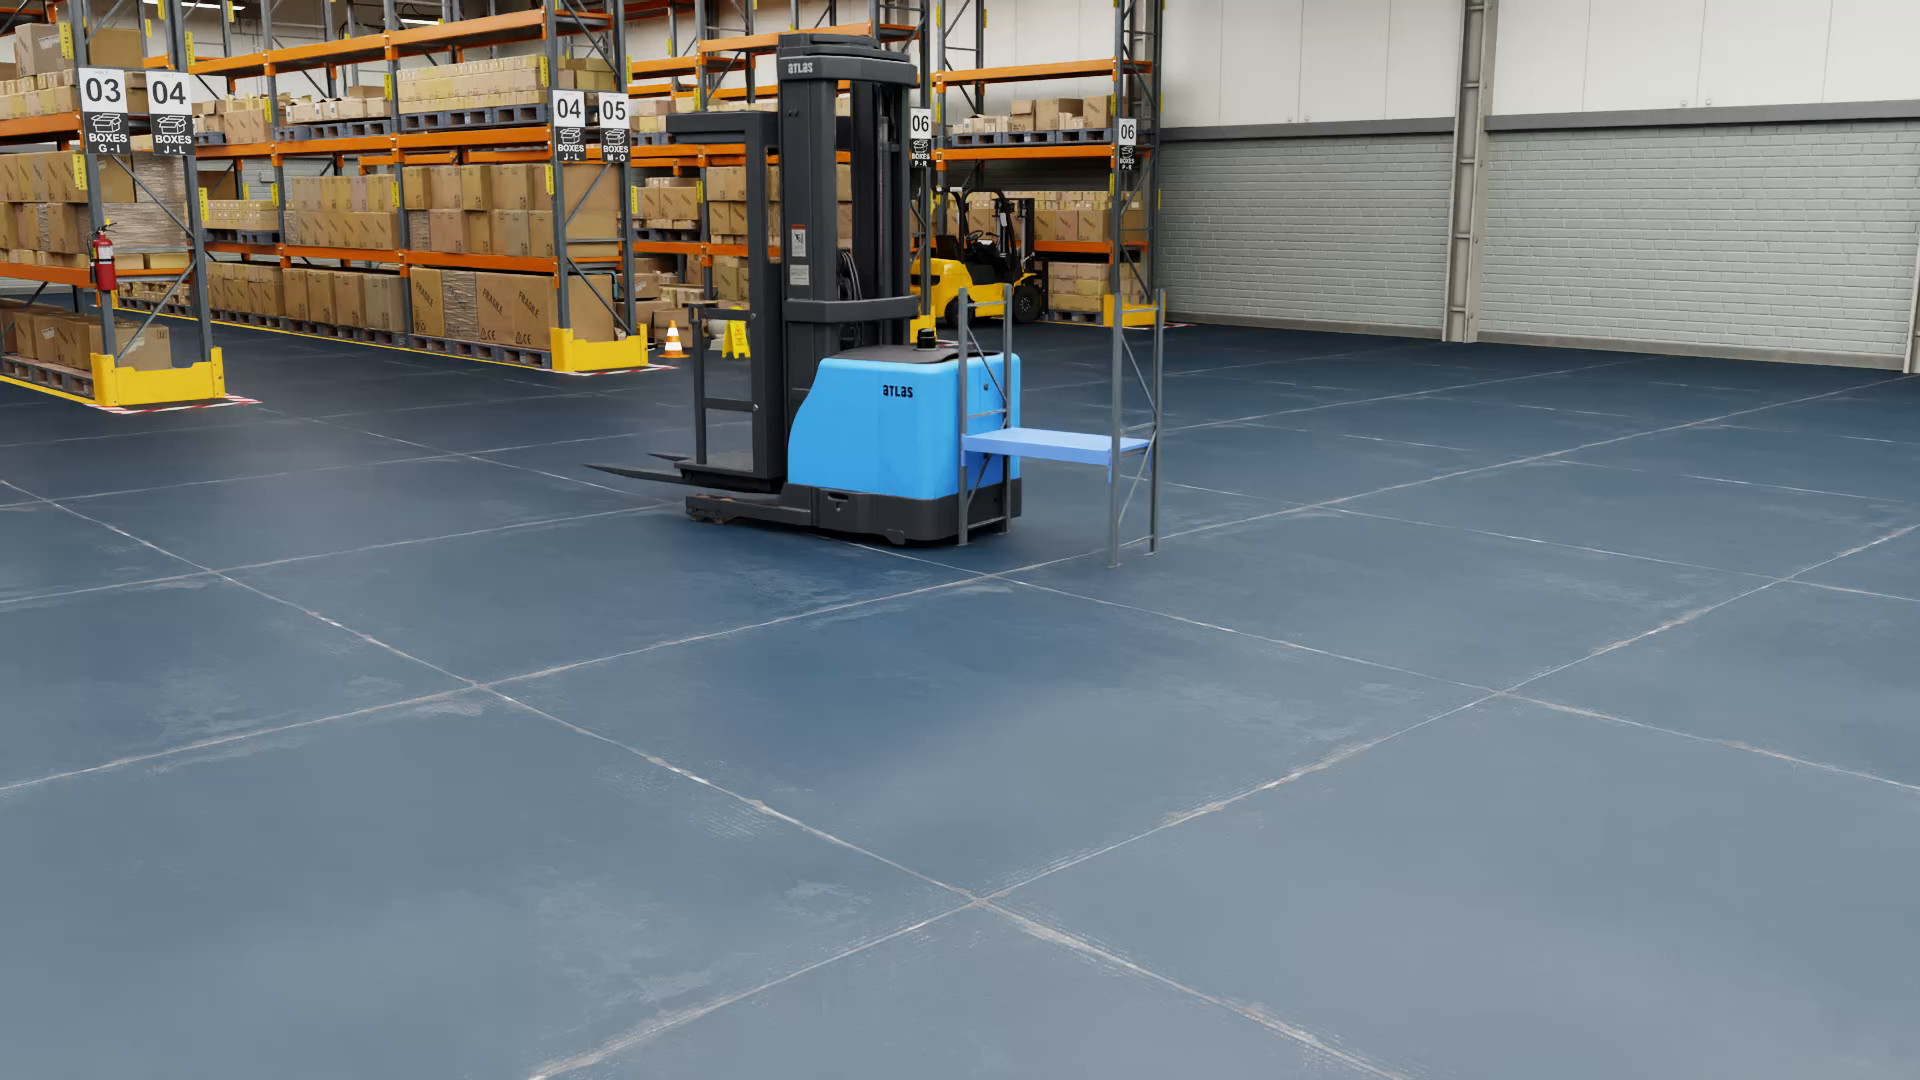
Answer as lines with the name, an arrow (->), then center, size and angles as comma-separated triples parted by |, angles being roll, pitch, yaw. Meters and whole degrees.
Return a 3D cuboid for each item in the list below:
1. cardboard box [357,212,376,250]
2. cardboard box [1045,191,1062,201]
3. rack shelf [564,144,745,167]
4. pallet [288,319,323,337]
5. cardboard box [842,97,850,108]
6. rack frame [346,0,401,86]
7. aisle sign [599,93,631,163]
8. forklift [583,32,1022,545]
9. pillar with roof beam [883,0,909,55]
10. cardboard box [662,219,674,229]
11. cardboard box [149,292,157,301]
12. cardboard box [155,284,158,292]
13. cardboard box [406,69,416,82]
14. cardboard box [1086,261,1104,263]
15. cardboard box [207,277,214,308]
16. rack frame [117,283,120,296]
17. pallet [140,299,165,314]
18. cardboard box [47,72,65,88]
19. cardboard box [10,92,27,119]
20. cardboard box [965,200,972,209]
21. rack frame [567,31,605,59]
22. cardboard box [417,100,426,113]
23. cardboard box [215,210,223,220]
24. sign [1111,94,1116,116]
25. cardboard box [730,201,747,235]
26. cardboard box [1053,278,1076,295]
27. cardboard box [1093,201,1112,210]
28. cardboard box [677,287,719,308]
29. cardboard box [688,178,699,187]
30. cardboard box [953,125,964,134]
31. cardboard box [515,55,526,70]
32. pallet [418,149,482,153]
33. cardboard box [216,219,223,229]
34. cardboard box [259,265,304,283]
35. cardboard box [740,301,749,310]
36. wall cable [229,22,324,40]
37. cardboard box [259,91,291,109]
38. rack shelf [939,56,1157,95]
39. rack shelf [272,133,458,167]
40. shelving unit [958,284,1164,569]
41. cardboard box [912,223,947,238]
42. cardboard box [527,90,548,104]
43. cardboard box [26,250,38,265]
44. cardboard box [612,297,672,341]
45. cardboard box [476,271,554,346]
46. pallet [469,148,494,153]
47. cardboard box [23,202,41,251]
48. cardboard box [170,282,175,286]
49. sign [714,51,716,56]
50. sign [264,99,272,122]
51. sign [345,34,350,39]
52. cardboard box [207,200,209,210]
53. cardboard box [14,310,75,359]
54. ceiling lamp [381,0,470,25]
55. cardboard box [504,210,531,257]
cardboard box -> -7.987, -4.285, 23.027 | 0.500, 0.500, 0.500 | -11, 16, -43
cardboard box -> 1.604, -5.607, 27.099 | 0.380, 0.149, 0.250 | -10, 16, -41
rack shelf -> -4.956, -6.236, 27.097 | 1.077, 0.370, 4.000 | -11, 16, -43
pallet -> -9.357, -3.216, 24.996 | 1.003, 0.211, 1.213 | -11, 16, -43
cardboard box -> -1.410, -6.032, 22.967 | 0.380, 0.149, 0.250 | -11, 16, -42
rack frame -> -11.862, -9.517, 33.805 | 1.000, 3.000, 0.127 | -11, 16, -43
aisle sign -> -4.057, -4.844, 19.547 | 0.394, 0.787, 0.004 | -11, 16, -43
forklift -> -1.123, -1.612, 10.473 | 3.031, 2.935, 1.130 | 8, 14, 34
pillar with roof beam -> -4.311, -8.377, 28.272 | 9.100, 9.000, 0.400 | -11, 16, -43
cardboard box -> -4.503, -5.020, 26.428 | 0.380, 0.149, 0.250 | -11, 16, -43
cardboard box -> -14.164, -4.339, 29.562 | 0.380, 0.149, 0.250 | -11, 16, -43
cardboard box -> -14.067, -4.493, 29.575 | 0.380, 0.149, 0.250 | -10, 15, -40
cardboard box -> -6.902, -5.977, 21.412 | 0.380, 0.149, 0.250 | -11, 16, -43
cardboard box -> 2.233, -4.454, 27.391 | 0.500, 0.250, 0.500 | -11, 16, -42
cardboard box -> -12.291, -4.127, 27.664 | 0.500, 0.500, 0.500 | -10, 15, -40
rack frame -> -15.372, -5.874, 30.991 | 1.000, 3.000, 0.127 | -11, 16, -43
pallet -> -13.946, -4.196, 29.755 | 1.003, 0.211, 1.213 | -11, 16, -43
cardboard box -> -8.760, -4.530, 16.415 | 0.250, 0.149, 0.380 | 11, 16, 43
cardboard box -> -9.542, -4.515, 17.329 | 0.500, 0.250, 0.500 | -11, 16, -44
cardboard box -> 0.223, -5.766, 28.608 | 0.380, 0.149, 0.250 | -10, 16, -41
rack frame -> -8.274, -10.209, 37.165 | 1.000, 3.000, 0.127 | -11, 16, -43
cardboard box -> -6.728, -5.549, 21.313 | 0.380, 0.149, 0.250 | -11, 16, -43
cardboard box -> -11.589, -5.169, 26.414 | 0.380, 0.149, 0.250 | -11, 16, -44
sign -> 2.373, -6.727, 25.695 | 0.100, 0.325, 0.005 | -11, 16, -43
cardboard box -> -3.109, -4.849, 25.030 | 0.500, 0.500, 0.500 | -11, 16, -43
cardboard box -> 1.874, -4.142, 27.117 | 0.500, 0.250, 0.500 | -11, 16, -43
cardboard box -> 2.333, -5.314, 26.417 | 0.380, 0.149, 0.250 | -11, 16, -42
cardboard box -> -3.939, -3.822, 26.503 | 0.950, 0.372, 0.625 | -11, 16, -42
cardboard box -> -4.468, -5.808, 27.034 | 0.380, 0.149, 0.250 | -10, 15, -39
cardboard box -> 0.103, -7.013, 28.417 | 0.380, 0.149, 0.250 | -10, 16, -41
cardboard box -> -4.972, -5.569, 19.434 | 0.380, 0.149, 0.250 | -11, 16, -42
pallet -> -9.657, -7.542, 31.870 | 1.003, 0.211, 1.213 | -11, 16, -43
cardboard box -> -11.593, -5.025, 26.448 | 0.250, 0.149, 0.380 | 11, 16, 43
cardboard box -> -10.509, -4.119, 25.765 | 0.500, 0.250, 0.500 | 11, 16, 44
cardboard box -> -2.986, -3.487, 25.174 | 0.500, 0.250, 0.500 | -10, 15, -39
wall cable -> -15.448, -10.413, 38.151 | 2.355, 3.000, 0.029 | -11, 16, -43
cardboard box -> -10.314, -6.623, 25.045 | 0.396, 0.266, 0.258 | -11, 16, -43
rack shelf -> 1.394, -7.618, 27.361 | 1.077, 0.370, 4.000 | -11, 16, -43
rack shelf -> -8.466, -5.532, 23.677 | 1.077, 0.370, 4.000 | -11, 16, -43
shelving unit -> 0.563, -0.678, 9.484 | 1.048, 1.500, 0.538 | 8, 14, 35
cardboard box -> -0.524, -5.483, 29.465 | 0.500, 0.250, 0.500 | -10, 16, -41
cardboard box -> -4.797, -5.141, 19.333 | 0.380, 0.149, 0.250 | -11, 16, -43
cardboard box -> -9.766, -3.033, 17.823 | 0.380, 0.149, 0.250 | -11, 16, -43
cardboard box -> -4.508, -3.127, 23.503 | 0.797, 0.637, 0.503 | -11, 16, -43
cardboard box -> -5.448, -2.922, 20.886 | 0.875, 0.875, 0.875 | -11, 16, -43
pallet -> -8.430, -7.244, 30.678 | 1.217, 0.209, 0.805 | 11, 16, 43
cardboard box -> -9.423, -3.351, 17.760 | 0.875, 0.500, 0.500 | -11, 16, -43
cardboard box -> -13.426, -4.474, 28.744 | 0.380, 0.149, 0.250 | -11, 16, -43
sign -> -5.114, -10.239, 34.601 | 0.100, 0.325, 0.005 | -11, 16, -43
sign -> -10.241, -6.354, 24.603 | 0.100, 0.325, 0.005 | -11, 16, -43
sign -> -12.267, -9.976, 33.324 | 0.100, 0.325, 0.005 | -11, 16, -43
cardboard box -> -11.950, -5.391, 26.754 | 0.380, 0.149, 0.250 | -11, 16, -43
cardboard box -> -10.495, -2.364, 19.107 | 0.500, 0.500, 0.500 | 11, 16, 43
ceiling lamp -> -11.809, -13.135, 36.900 | 2.000, 3.185, 0.800 | -11, 16, -43
cardboard box -> -5.007, -3.738, 20.249 | 0.875, 0.550, 0.550 | -11, 16, -43
